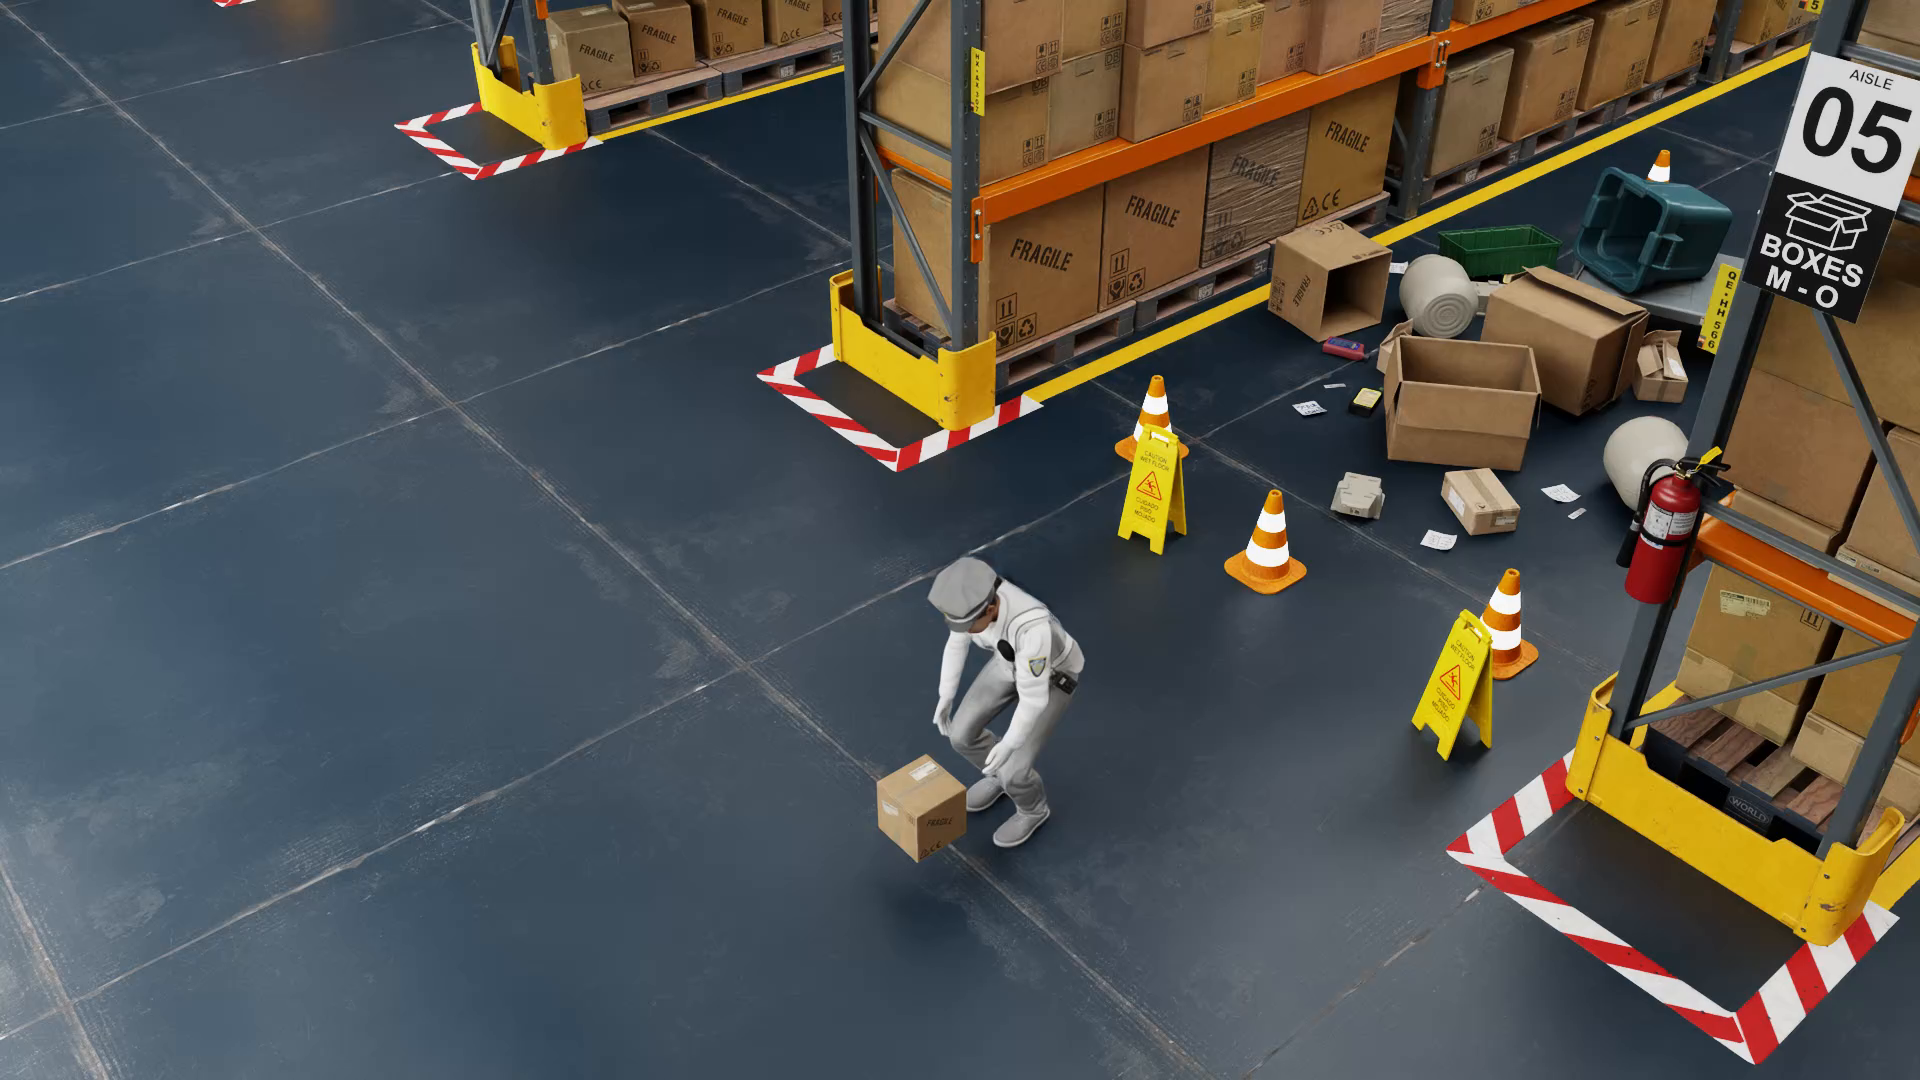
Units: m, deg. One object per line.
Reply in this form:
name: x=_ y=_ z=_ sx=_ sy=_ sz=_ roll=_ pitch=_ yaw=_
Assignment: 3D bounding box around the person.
person: x=0.182 y=0.602 z=6.480 sx=0.691 sy=1.404 sz=0.535 roll=-26 pitch=44 yaw=-31
